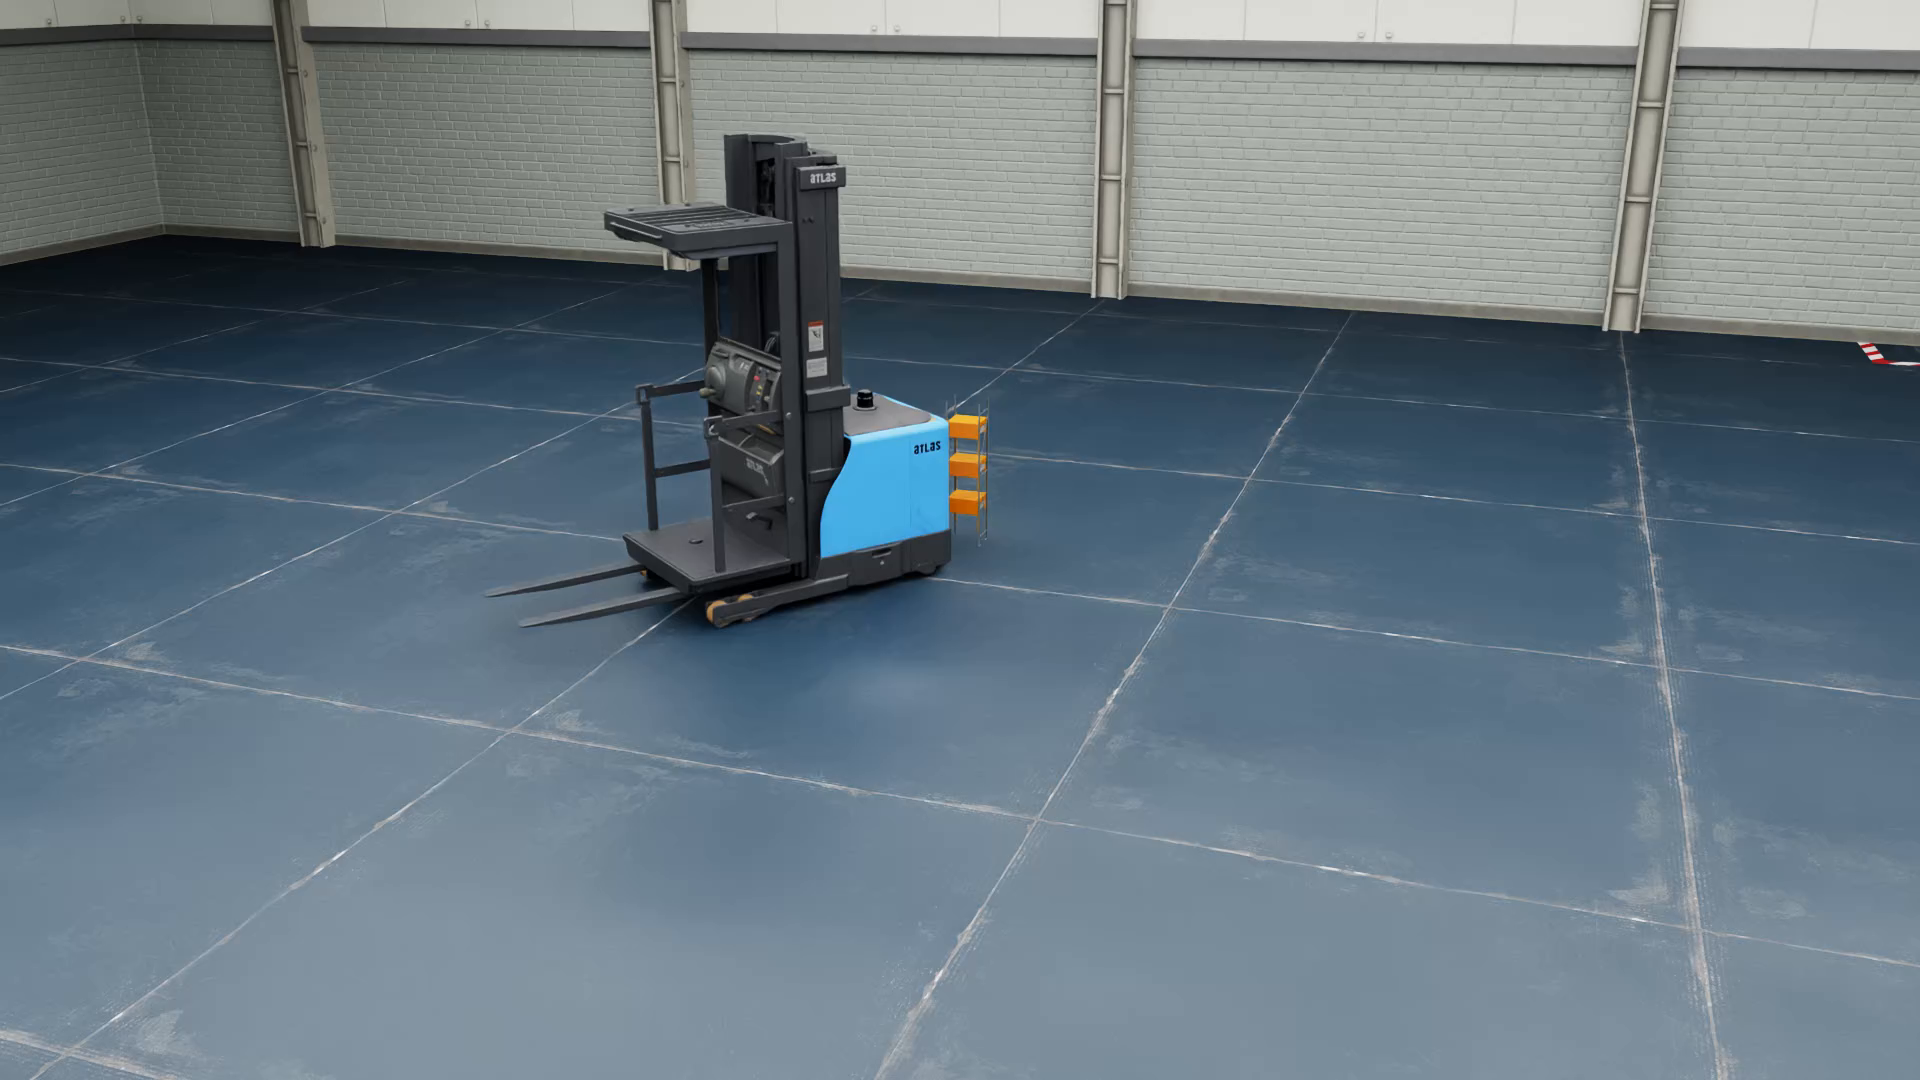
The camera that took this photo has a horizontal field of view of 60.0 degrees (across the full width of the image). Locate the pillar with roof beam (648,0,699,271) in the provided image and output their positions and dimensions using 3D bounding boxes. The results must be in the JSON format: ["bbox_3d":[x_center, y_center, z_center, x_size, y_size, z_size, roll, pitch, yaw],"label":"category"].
[{"bbox_3d":[-5.209,-6.613,17.376,0.400,9.000,9.100,7,20,18],"label":"pillar with roof beam"}]

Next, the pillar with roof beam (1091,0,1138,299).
[{"bbox_3d":[0.459,-5.965,15.517,0.400,9.000,9.100,7,20,18],"label":"pillar with roof beam"}]

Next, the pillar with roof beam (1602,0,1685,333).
[{"bbox_3d":[6.126,-5.317,13.657,0.400,9.000,9.100,7,20,18],"label":"pillar with roof beam"}]

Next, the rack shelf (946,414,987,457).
[{"bbox_3d":[0.051,-0.748,11.797,0.240,0.259,0.215,7,20,18],"label":"rack shelf"}]

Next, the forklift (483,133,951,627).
[{"bbox_3d":[-1.562,-1.030,10.577,3.031,2.935,1.130,-13,23,-32],"label":"forklift"}]

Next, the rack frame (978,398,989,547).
[{"bbox_3d":[0.166,-0.477,11.849,0.008,1.050,0.200,7,20,18],"label":"rack frame"}]

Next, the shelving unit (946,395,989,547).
[{"bbox_3d":[0.051,-0.490,11.887,0.252,1.050,0.215,7,20,18],"label":"shelving unit"}]

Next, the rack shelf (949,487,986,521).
[{"bbox_3d":[0.051,-0.218,11.982,0.240,0.259,0.215,7,20,18],"label":"rack shelf"}]

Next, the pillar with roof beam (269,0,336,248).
[{"bbox_3d":[-10.877,-7.261,19.235,0.400,9.000,9.100,7,20,18],"label":"pillar with roof beam"}]

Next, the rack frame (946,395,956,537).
[{"bbox_3d":[-0.065,-0.503,11.925,0.008,1.050,0.200,7,20,18],"label":"rack frame"}]

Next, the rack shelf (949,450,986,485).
[{"bbox_3d":[0.051,-0.480,11.890,0.240,0.259,0.215,7,20,18],"label":"rack shelf"}]
